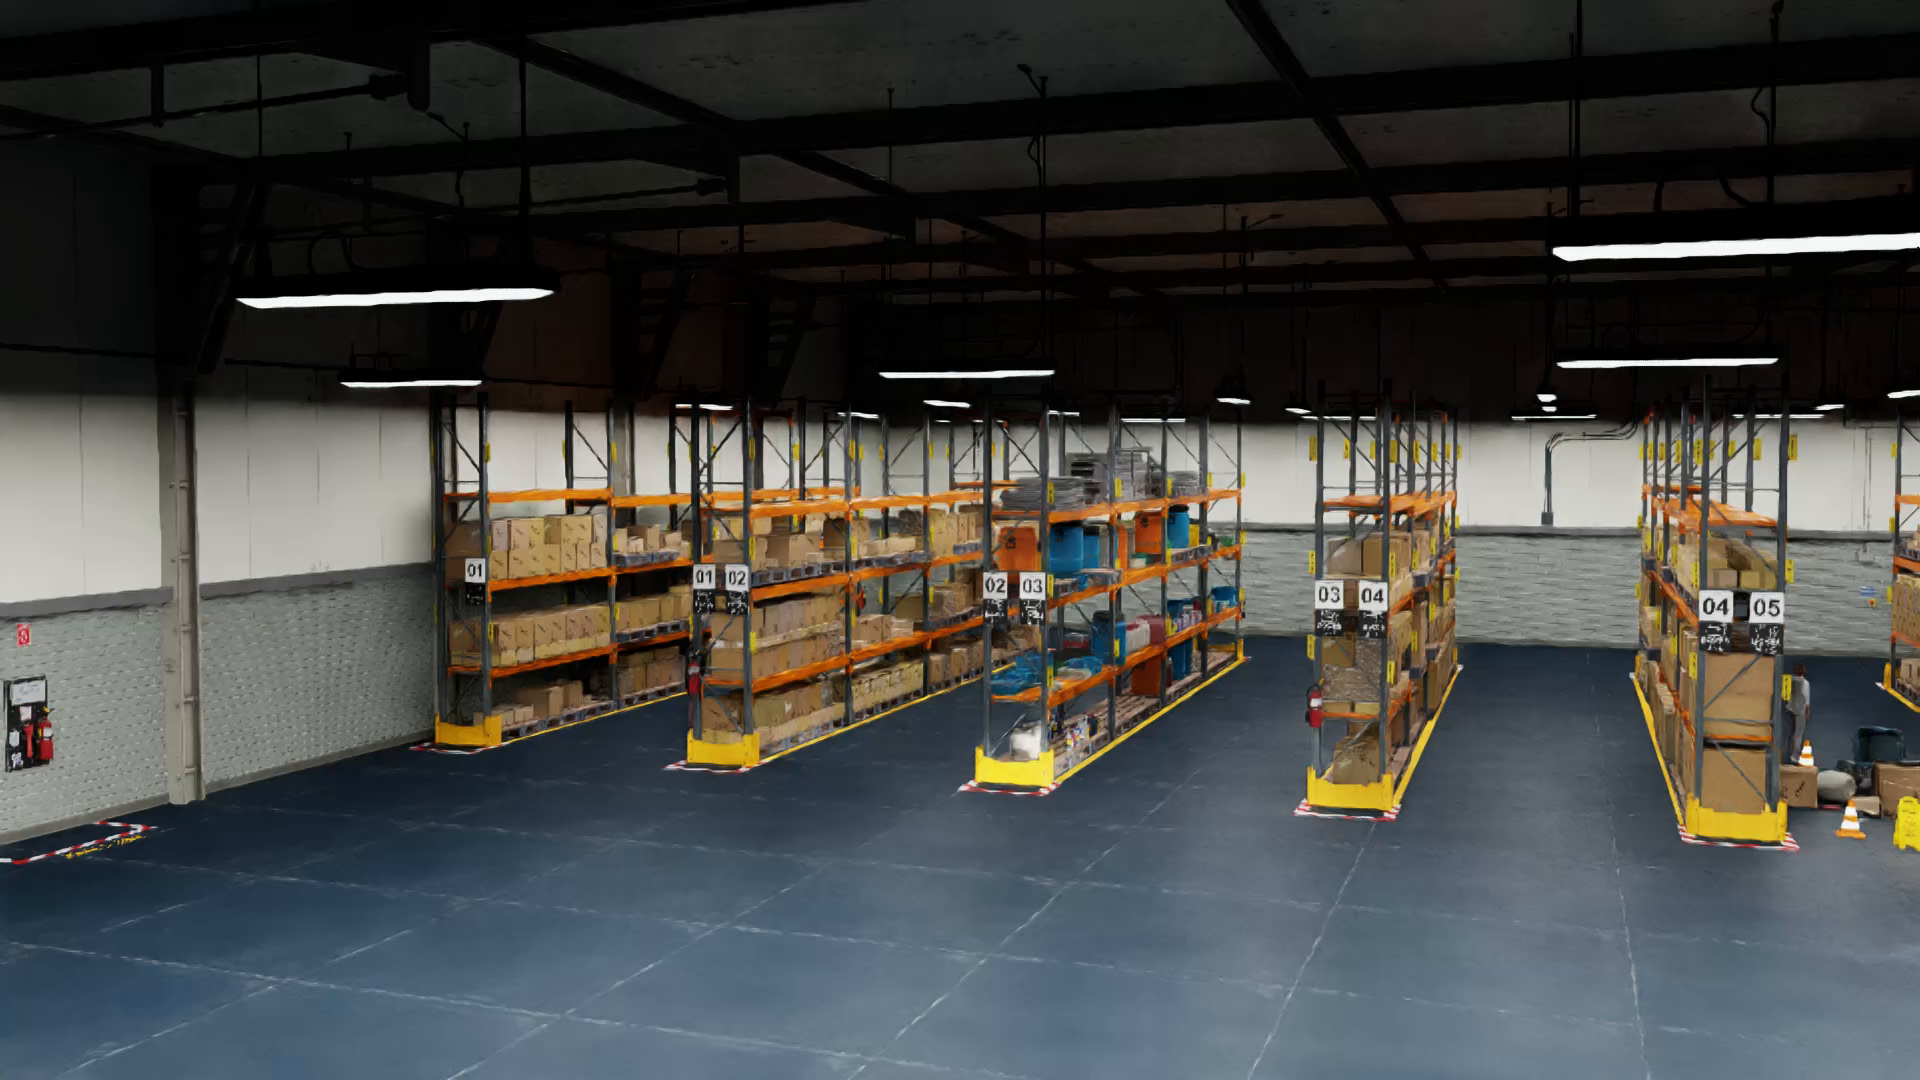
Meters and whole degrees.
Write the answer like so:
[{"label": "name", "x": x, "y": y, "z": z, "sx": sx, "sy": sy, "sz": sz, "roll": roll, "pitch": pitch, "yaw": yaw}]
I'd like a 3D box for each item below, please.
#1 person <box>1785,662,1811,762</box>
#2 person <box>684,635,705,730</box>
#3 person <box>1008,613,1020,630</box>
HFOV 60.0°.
[{"label": "person", "x": 13.533, "y": 2.764, "z": 26.802, "sx": 0.406, "sy": 1.600, "sz": 0.468, "roll": -1, "pitch": 3, "yaw": -11}, {"label": "person", "x": -4.723, "y": 2.535, "z": 29.868, "sx": 0.448, "sy": 1.730, "sz": 0.586, "roll": -1, "pitch": 3, "yaw": -11}, {"label": "person", "x": 1.407, "y": 1.861, "z": 43.296, "sx": 0.627, "sy": 1.655, "sz": 0.458, "roll": -3, "pitch": 4, "yaw": -40}]
